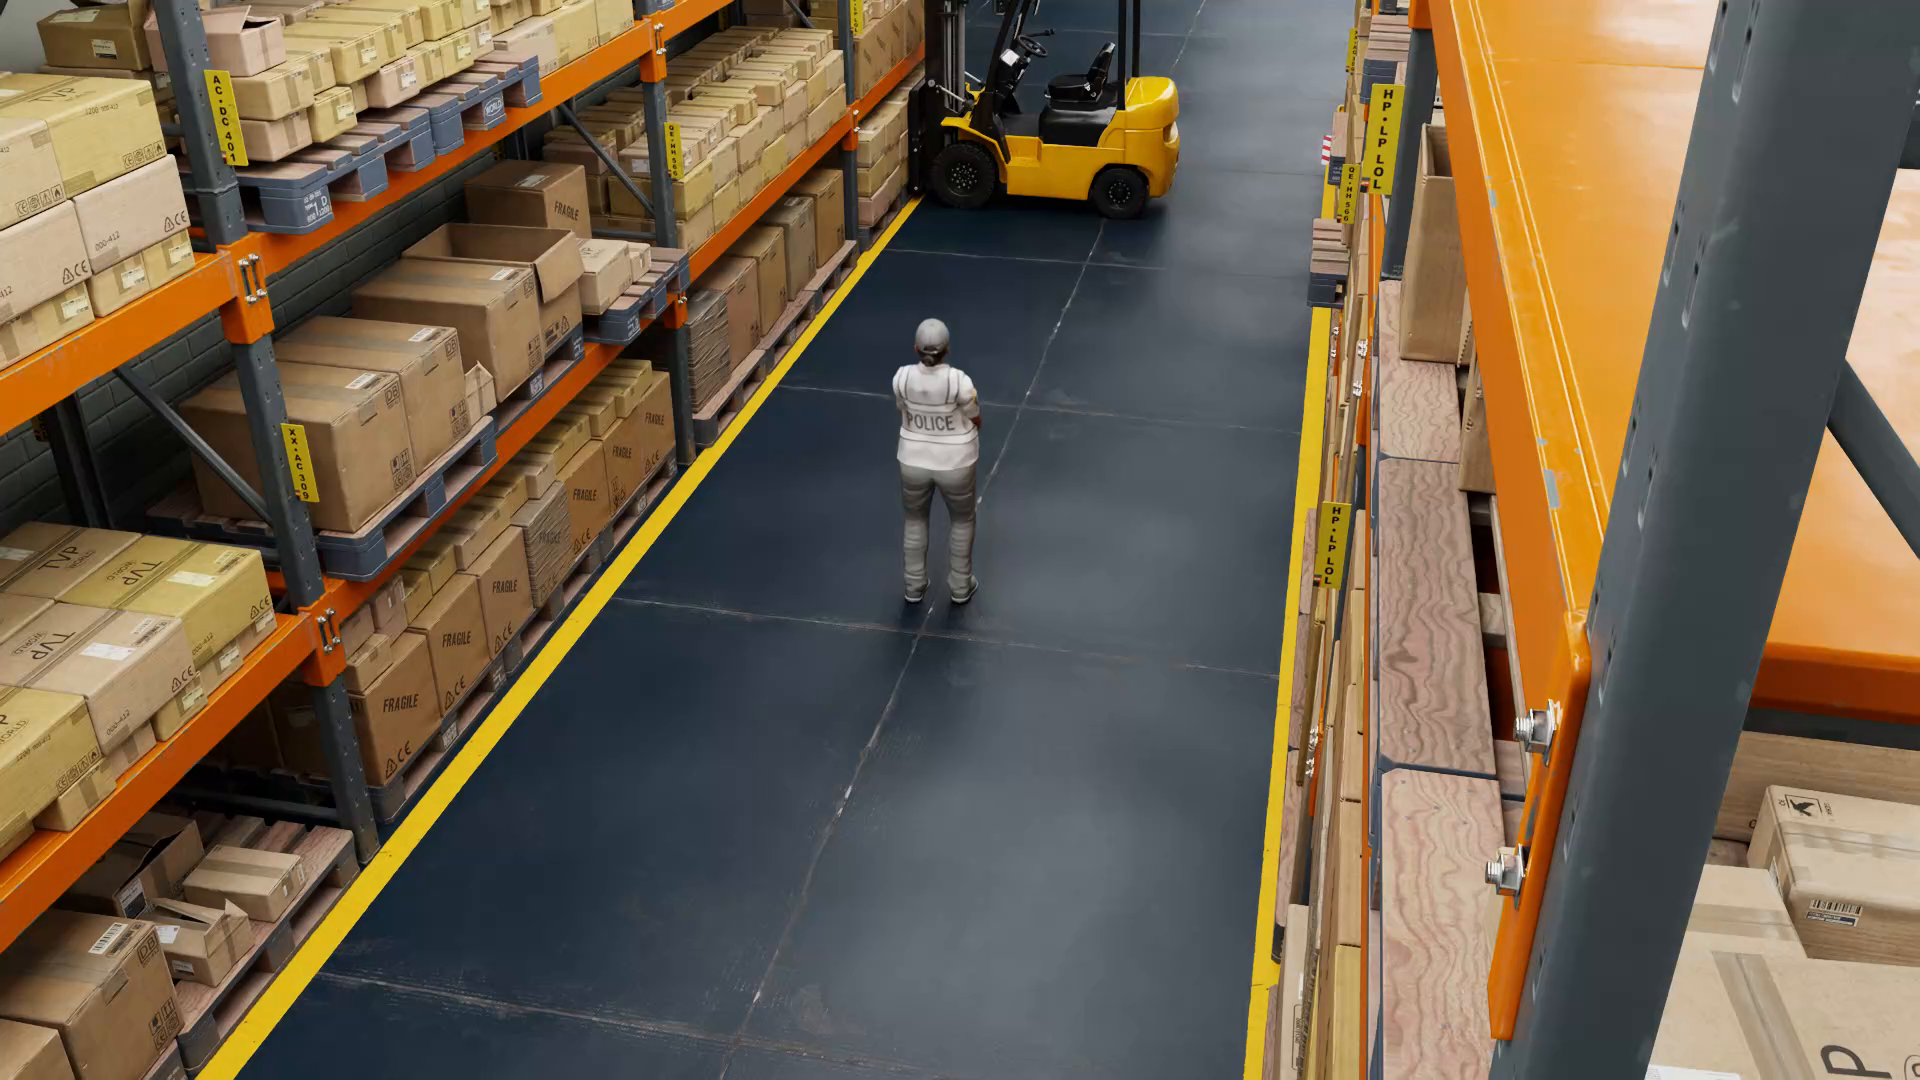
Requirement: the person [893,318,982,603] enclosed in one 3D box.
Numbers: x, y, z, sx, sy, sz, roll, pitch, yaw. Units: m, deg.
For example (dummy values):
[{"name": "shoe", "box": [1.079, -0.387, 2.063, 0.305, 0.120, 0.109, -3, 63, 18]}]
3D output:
[{"name": "person", "box": [-0.106, -0.440, 8.928, 0.454, 1.659, 0.542, 6, 30, 11]}]
